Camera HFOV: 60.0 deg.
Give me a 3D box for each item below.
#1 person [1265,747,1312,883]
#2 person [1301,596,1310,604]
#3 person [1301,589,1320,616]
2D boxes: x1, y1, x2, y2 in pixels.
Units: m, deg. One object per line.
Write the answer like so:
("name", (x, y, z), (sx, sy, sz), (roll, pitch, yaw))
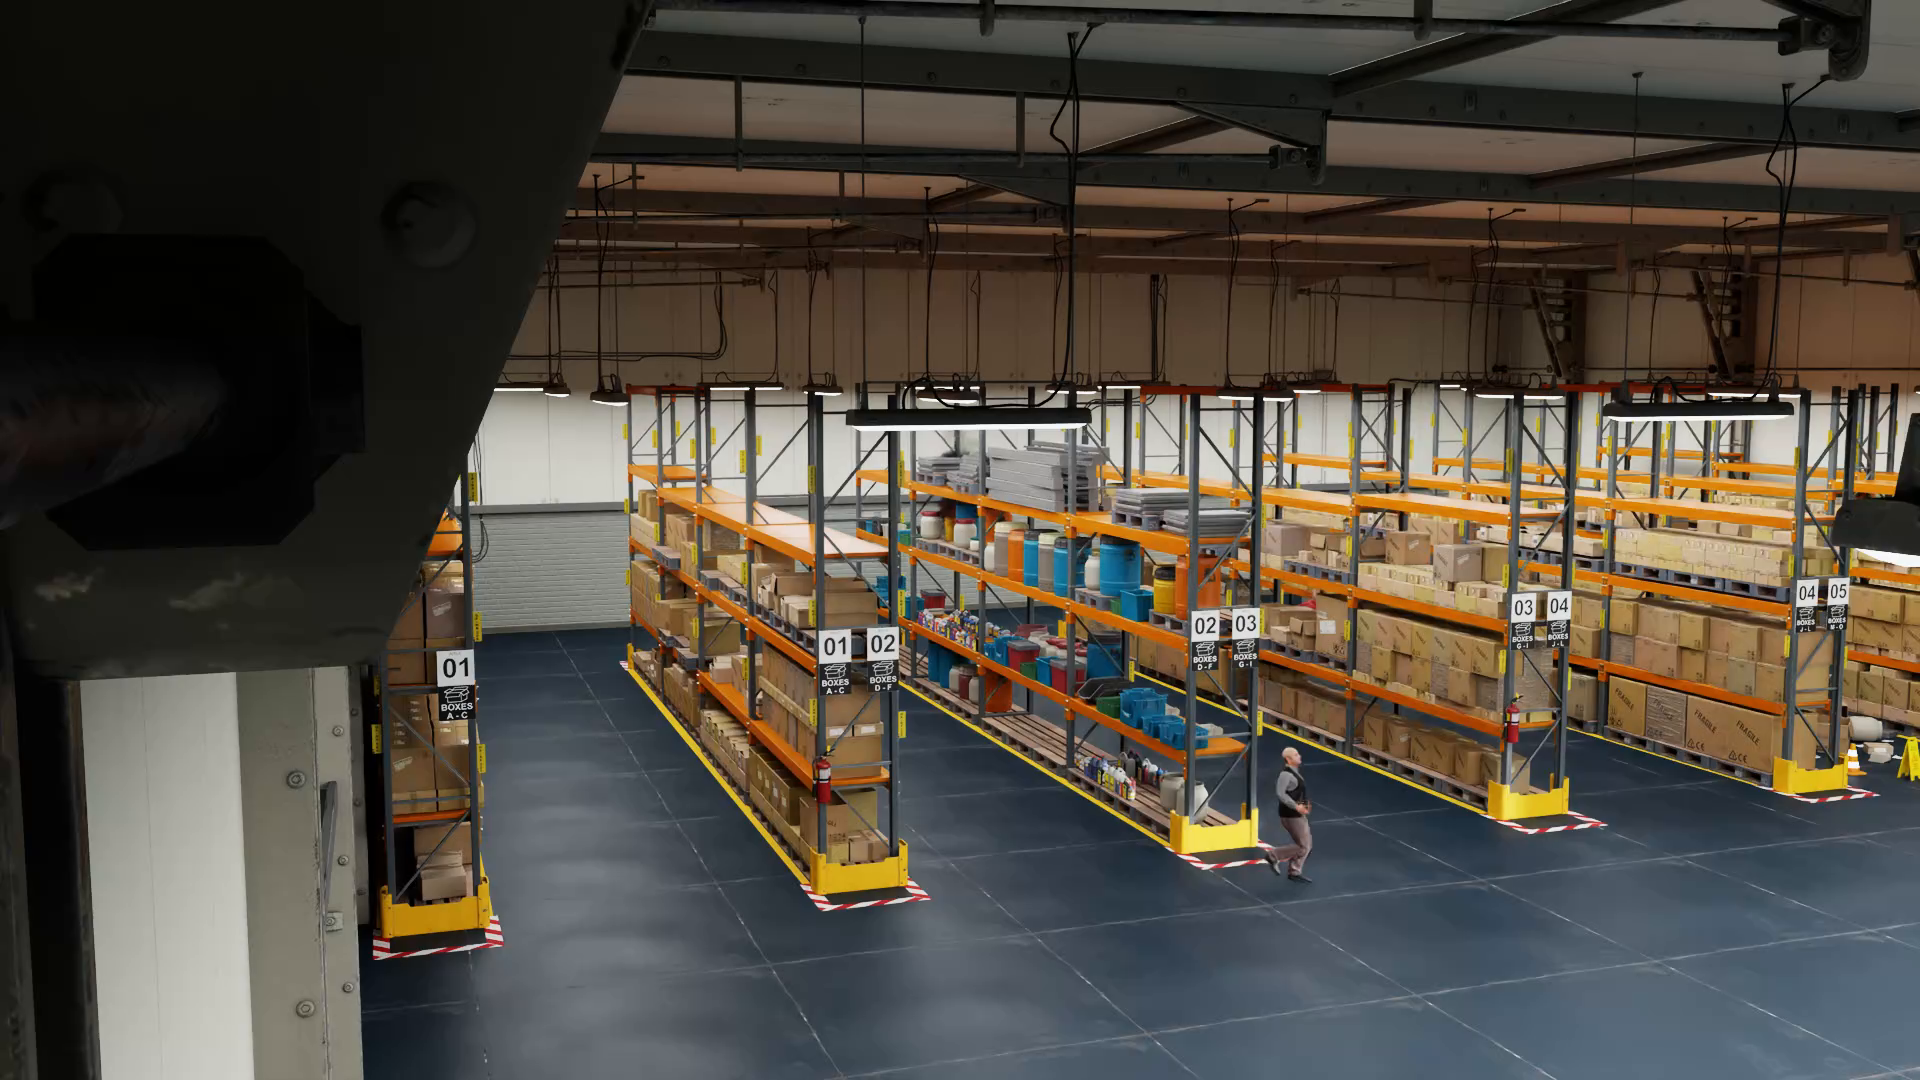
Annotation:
("person", (4.065, 3.393, 20.512), (0.572, 1.695, 0.674), (2, 6, 17))
("person", (8.580, 1.288, 41.055), (0.613, 1.732, 0.597), (-4, 7, -36))
("person", (7.510, 1.875, 35.052), (0.665, 1.680, 0.587), (-2, 6, -19))
